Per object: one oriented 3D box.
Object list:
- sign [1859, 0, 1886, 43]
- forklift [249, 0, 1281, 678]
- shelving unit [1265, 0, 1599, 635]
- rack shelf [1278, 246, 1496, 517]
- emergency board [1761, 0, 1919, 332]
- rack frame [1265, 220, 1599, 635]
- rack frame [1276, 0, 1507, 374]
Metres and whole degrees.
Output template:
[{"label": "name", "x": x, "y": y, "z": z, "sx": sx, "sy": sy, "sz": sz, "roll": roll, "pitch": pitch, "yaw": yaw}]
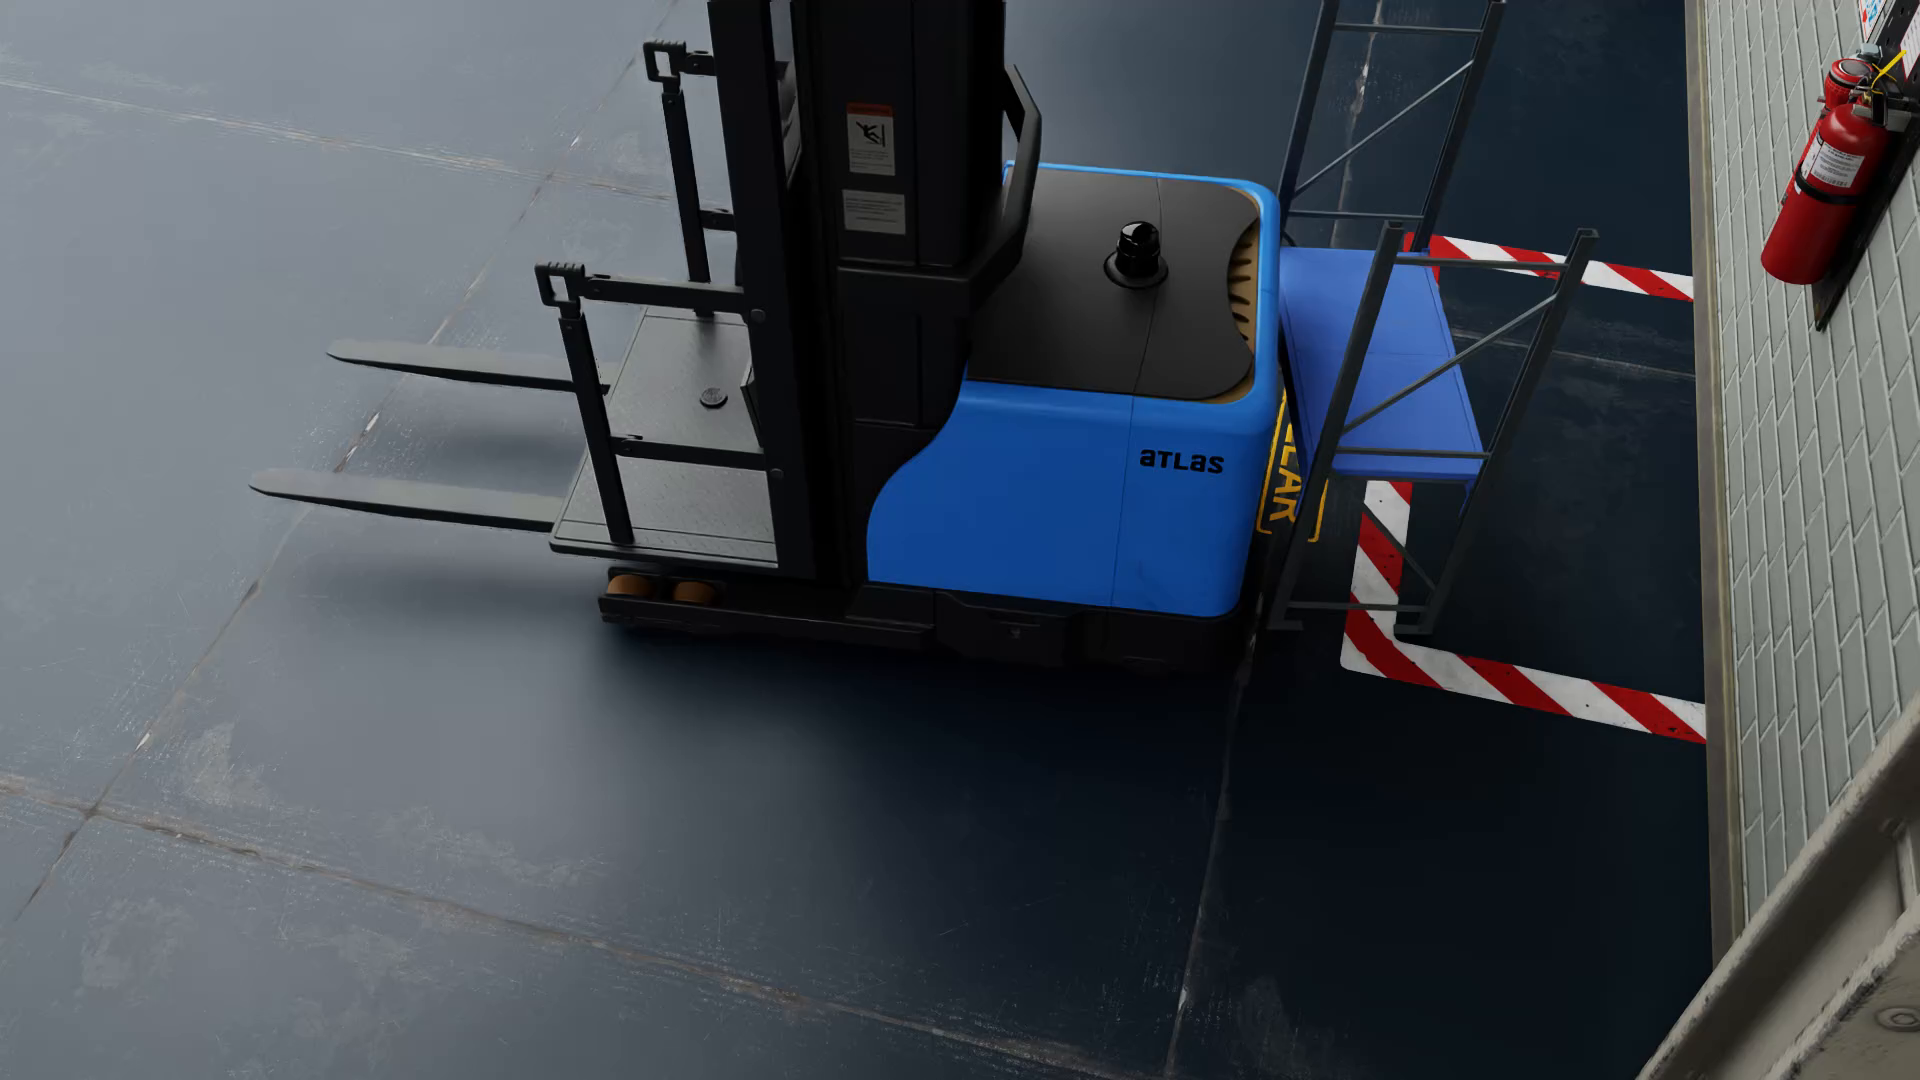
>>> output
[{"label": "sign", "x": 2.574, "y": -1.584, "z": 4.624, "sx": 0.001, "sy": 0.329, "sz": 0.234, "roll": 12, "pitch": 50, "yaw": 10}, {"label": "forklift", "x": -0.637, "y": -1.076, "z": 4.244, "sx": 3.031, "sy": 2.935, "sz": 1.130, "roll": 6, "pitch": 49, "yaw": 5}, {"label": "shelving unit", "x": 1.207, "y": -0.611, "z": 4.774, "sx": 0.538, "sy": 1.500, "sz": 1.048, "roll": 2, "pitch": 49, "yaw": -2}, {"label": "rack shelf", "x": 1.198, "y": -0.492, "z": 4.909, "sx": 0.538, "sy": 0.185, "sz": 1.000, "roll": 2, "pitch": 49, "yaw": -2}, {"label": "emergency board", "x": 2.329, "y": -1.193, "z": 4.302, "sx": 0.194, "sy": 1.169, "sz": 0.643, "roll": 12, "pitch": 50, "yaw": 10}, {"label": "rack frame", "x": 1.203, "y": -0.230, "z": 4.438, "sx": 0.500, "sy": 1.500, "sz": 0.032, "roll": 2, "pitch": 49, "yaw": -2}, {"label": "rack frame", "x": 1.211, "y": -0.992, "z": 5.110, "sx": 0.500, "sy": 1.500, "sz": 0.032, "roll": 2, "pitch": 49, "yaw": -2}]
